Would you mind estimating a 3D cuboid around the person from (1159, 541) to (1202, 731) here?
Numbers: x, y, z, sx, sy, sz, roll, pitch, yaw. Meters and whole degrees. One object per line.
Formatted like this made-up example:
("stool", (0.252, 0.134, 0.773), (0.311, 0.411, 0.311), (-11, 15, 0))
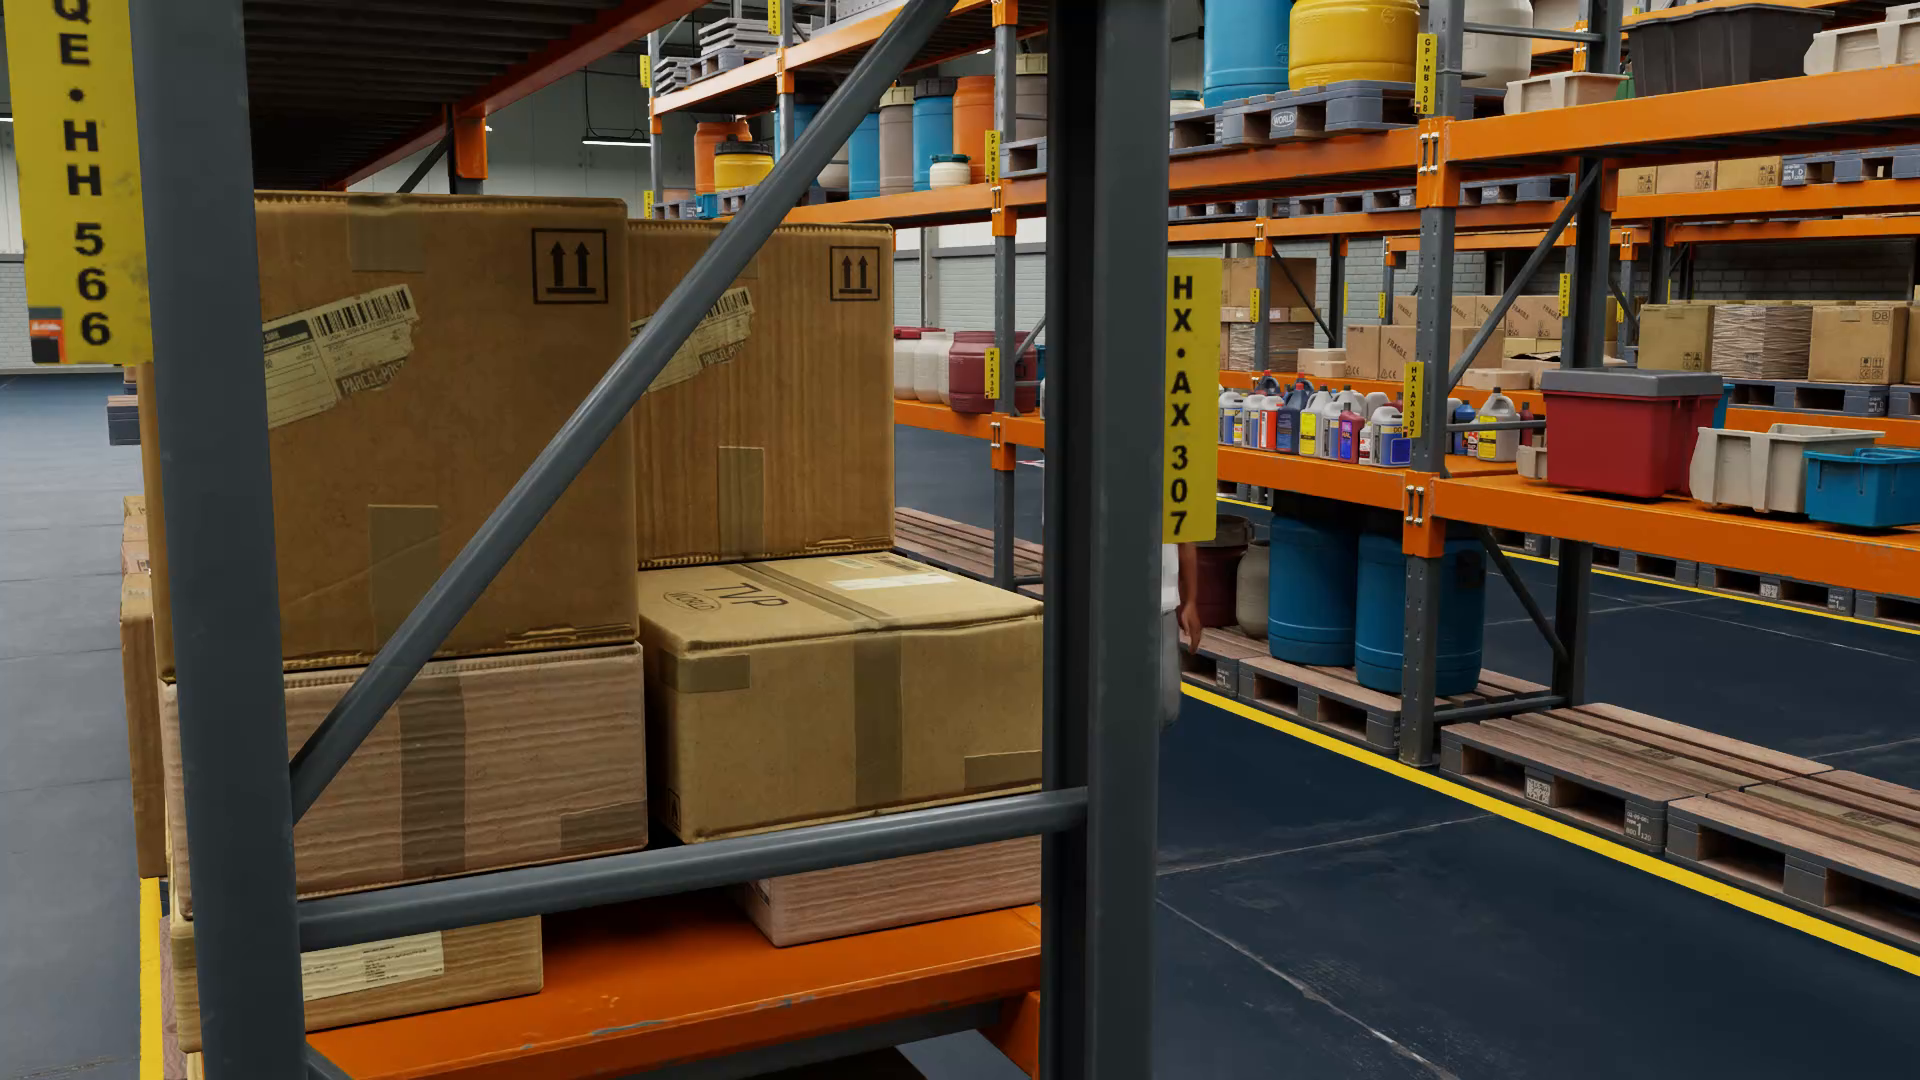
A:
("person", (0.639, 0.252, 6.464), (0.569, 1.744, 0.812), (-2, 9, -10))
